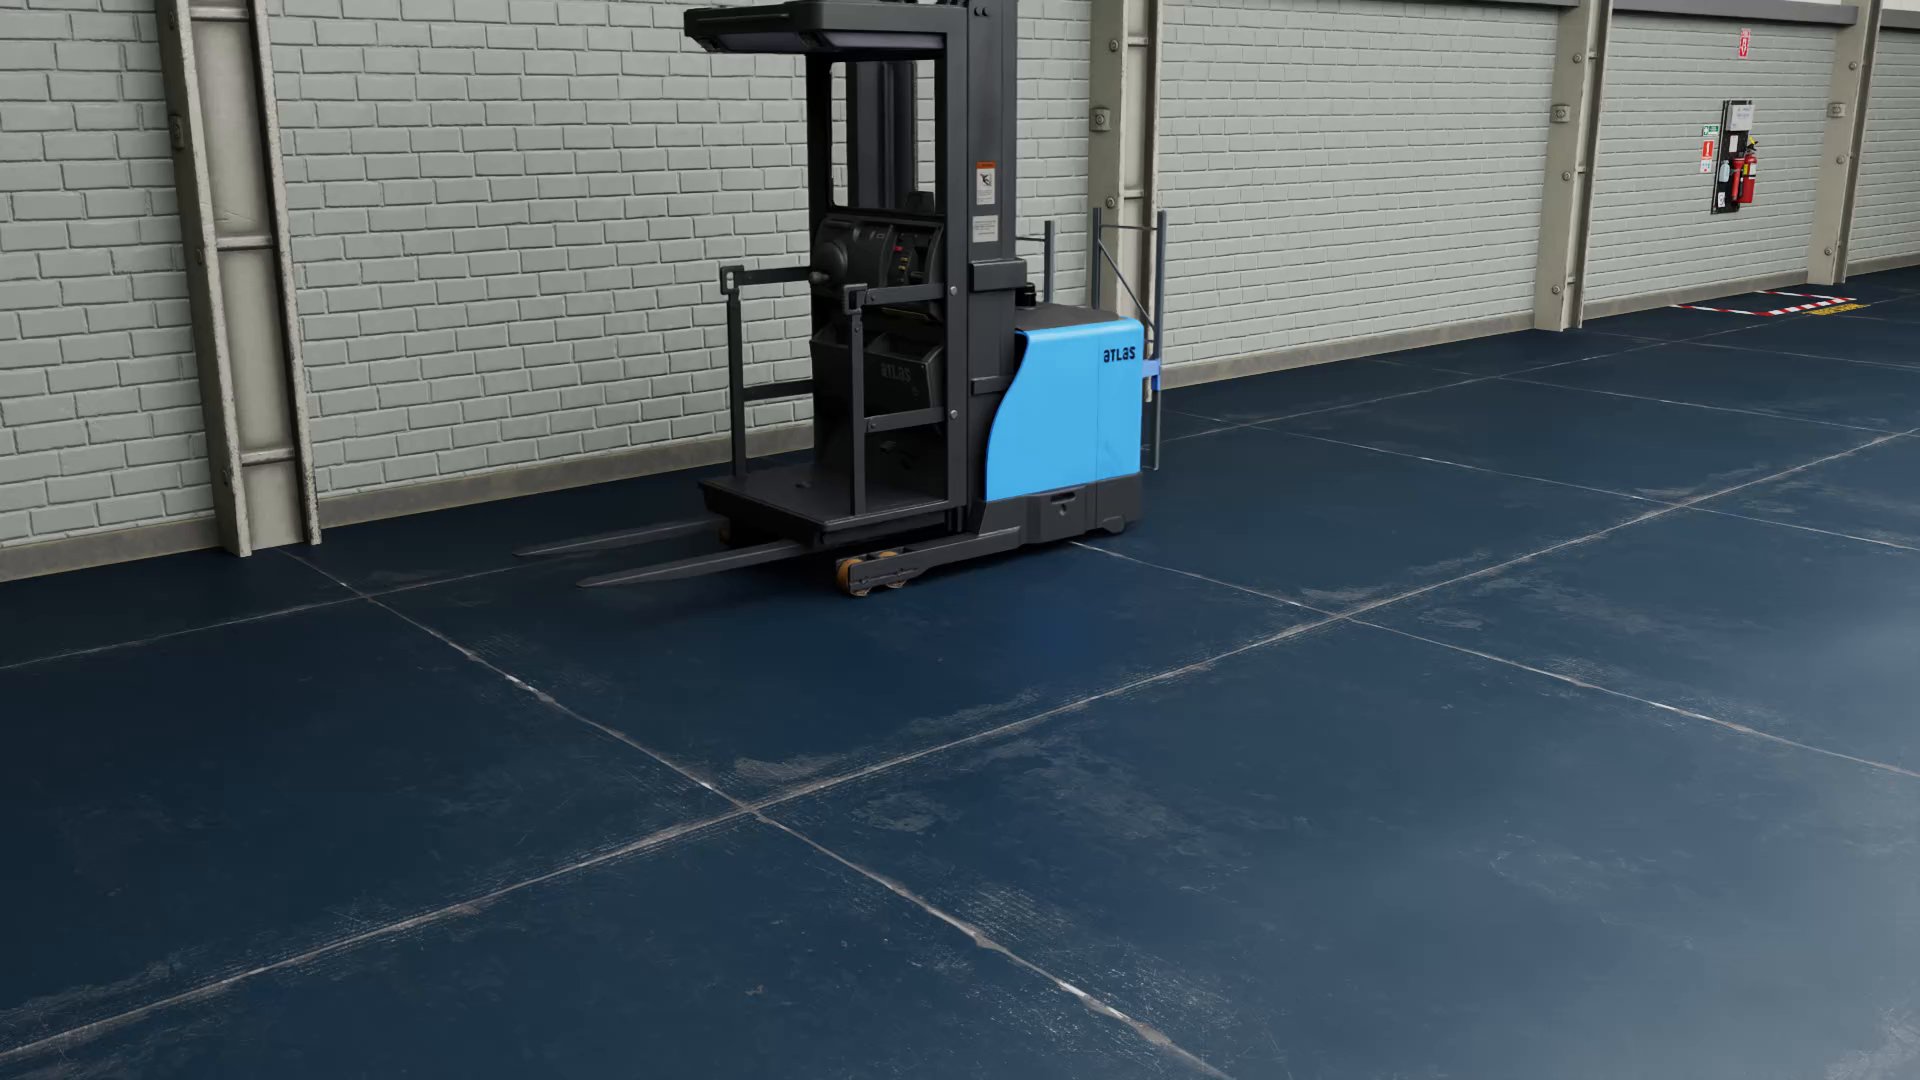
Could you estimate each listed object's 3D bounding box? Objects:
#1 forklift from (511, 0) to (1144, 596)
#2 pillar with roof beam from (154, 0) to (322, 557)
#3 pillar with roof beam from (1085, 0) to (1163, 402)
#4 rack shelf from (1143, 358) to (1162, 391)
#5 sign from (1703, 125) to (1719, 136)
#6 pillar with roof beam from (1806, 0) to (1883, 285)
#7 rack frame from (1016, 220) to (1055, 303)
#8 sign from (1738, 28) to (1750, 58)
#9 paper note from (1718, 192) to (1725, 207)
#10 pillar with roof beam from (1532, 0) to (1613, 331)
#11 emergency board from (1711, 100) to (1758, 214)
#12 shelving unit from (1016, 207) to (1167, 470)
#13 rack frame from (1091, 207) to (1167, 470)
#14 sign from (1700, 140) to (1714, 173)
[{"bbox_3d":[-0.548,-1.322,7.520,3.031,2.935,1.130,-12,19,-37],"label":"forklift"},{"bbox_3d":[-0.566,-3.491,3.882,0.400,9.000,9.100,-13,19,-39],"label":"pillar with roof beam"},{"bbox_3d":[3.960,-4.507,7.687,0.400,9.000,9.100,-13,19,-39],"label":"pillar with roof beam"},{"bbox_3d":[0.636,-0.908,9.439,0.538,0.185,1.000,13,20,40],"label":"rack shelf"},{"bbox_3d":[7.822,-4.268,17.318,0.331,0.109,0.001,-13,19,-39],"label":"sign"},{"bbox_3d":[13.013,-6.540,15.298,0.400,9.000,9.100,-13,19,-39],"label":"pillar with roof beam"},{"bbox_3d":[0.298,-0.984,9.026,0.500,1.500,0.032,13,20,40],"label":"rack frame"},{"bbox_3d":[8.226,-5.207,17.438,0.199,0.298,0.001,-13,19,-39],"label":"sign"},{"bbox_3d":[8.119,-3.627,17.722,0.142,0.148,0.016,-13,19,-39],"label":"paper note"},{"bbox_3d":[8.486,-5.524,11.492,0.400,9.000,9.100,-13,19,-39],"label":"pillar with roof beam"},{"bbox_3d":[8.298,-4.069,17.670,0.643,1.169,0.194,-13,19,-39],"label":"emergency board"},{"bbox_3d":[0.636,-1.082,9.393,0.538,1.500,1.048,13,20,40],"label":"shelving unit"},{"bbox_3d":[0.974,-1.179,9.759,0.500,1.500,0.032,13,20,40],"label":"rack frame"},{"bbox_3d":[7.813,-4.012,17.390,0.234,0.329,0.001,-13,19,-39],"label":"sign"}]
